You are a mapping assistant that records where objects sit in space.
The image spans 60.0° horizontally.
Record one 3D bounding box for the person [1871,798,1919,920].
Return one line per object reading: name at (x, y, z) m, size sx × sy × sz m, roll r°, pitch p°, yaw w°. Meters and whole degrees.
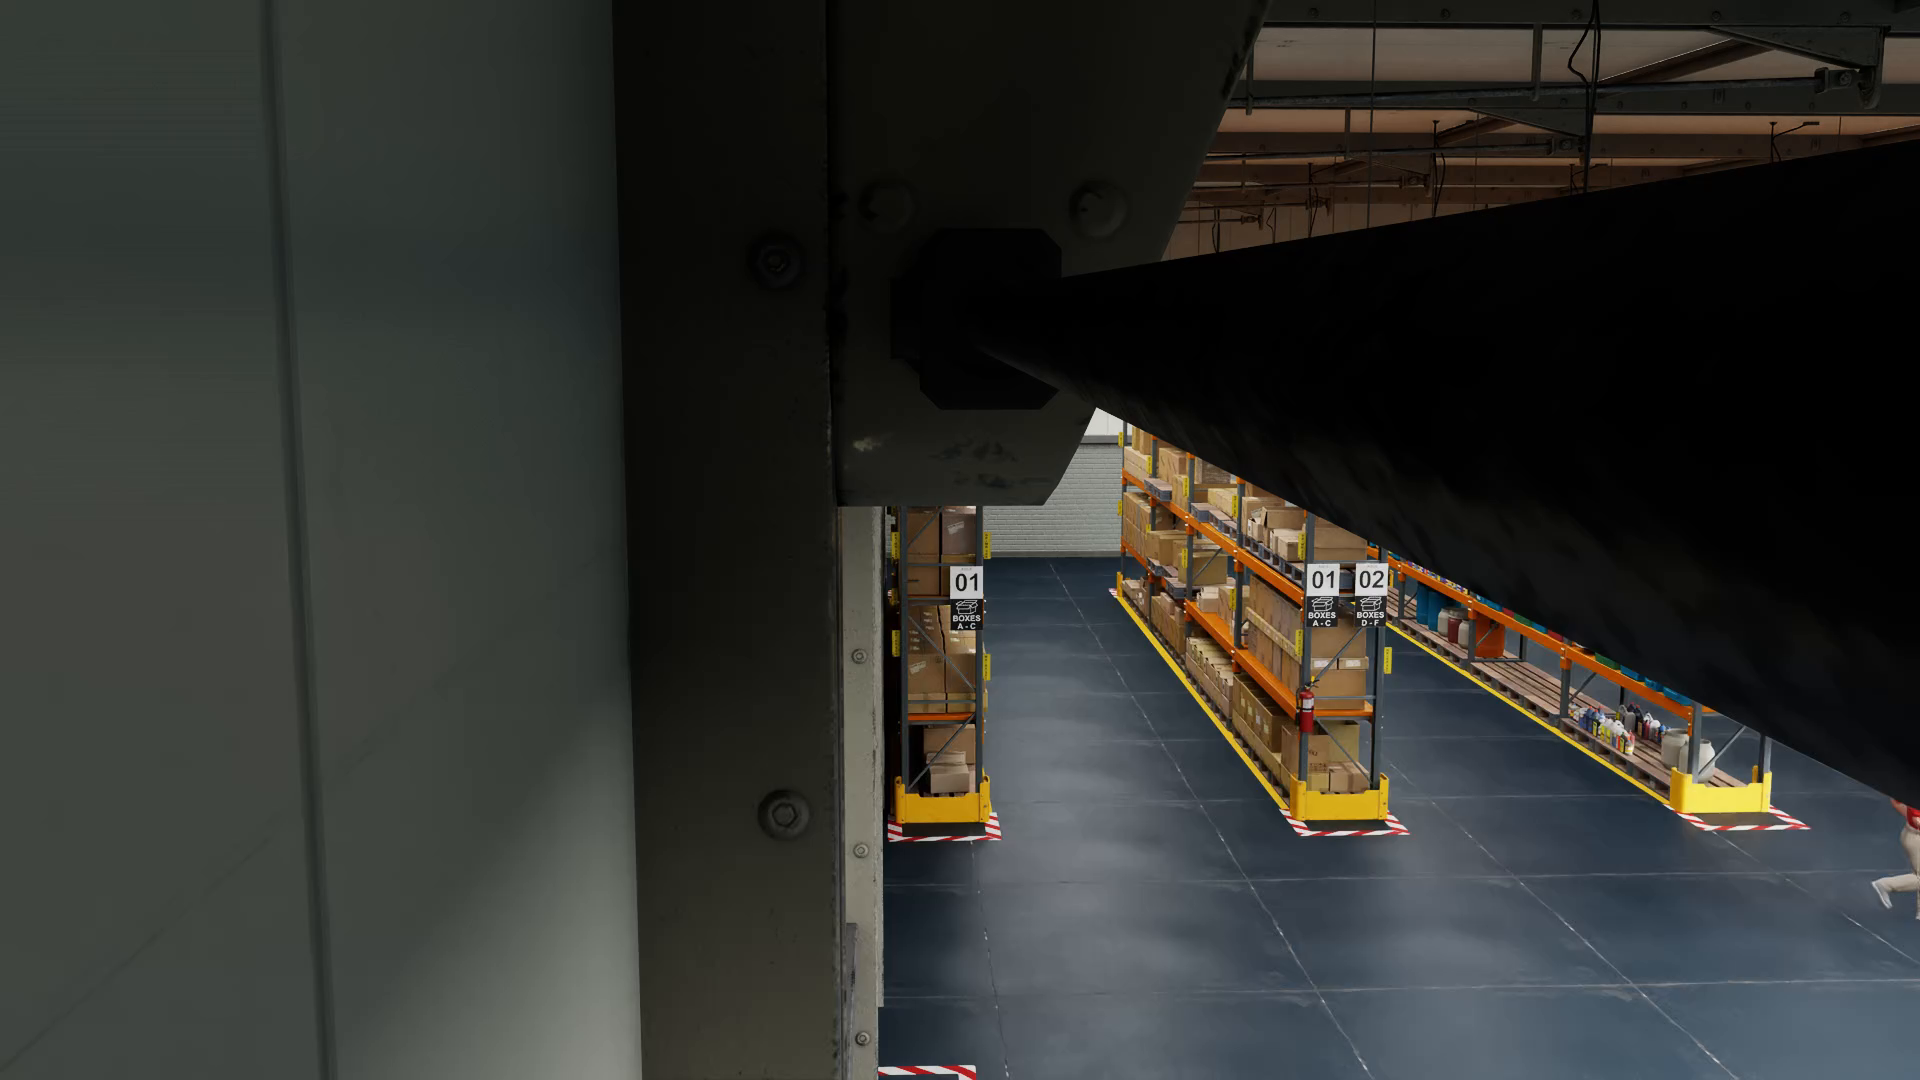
person at (9.837, 3.105, 17.135) m, size 0.784 × 1.696 × 0.662 m, roll 2°, pitch 8°, yaw 16°
